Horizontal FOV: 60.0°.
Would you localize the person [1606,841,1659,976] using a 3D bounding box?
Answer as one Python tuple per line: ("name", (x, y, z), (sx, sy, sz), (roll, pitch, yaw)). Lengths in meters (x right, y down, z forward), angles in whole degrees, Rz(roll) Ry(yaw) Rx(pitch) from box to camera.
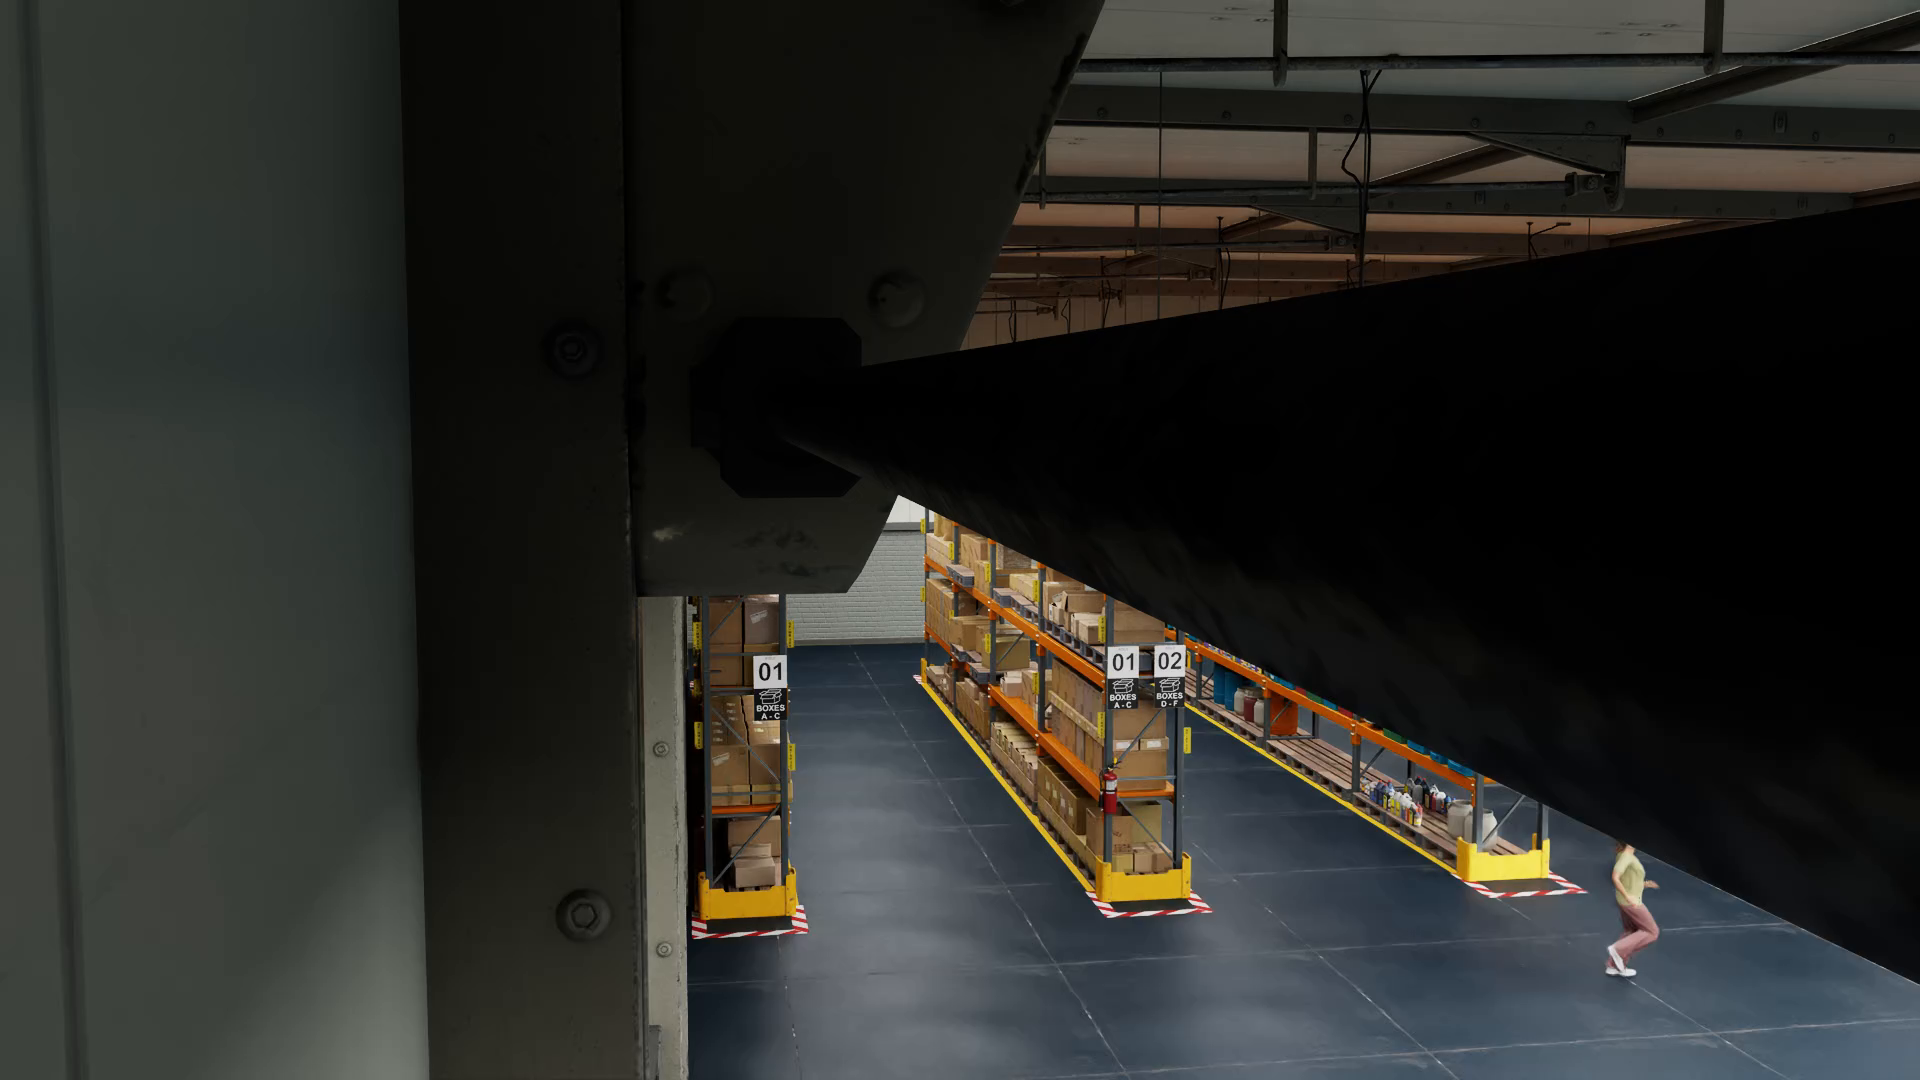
("person", (7.293, 3.936, 18.013), (0.535, 1.606, 0.568), (1, 5, 13))
